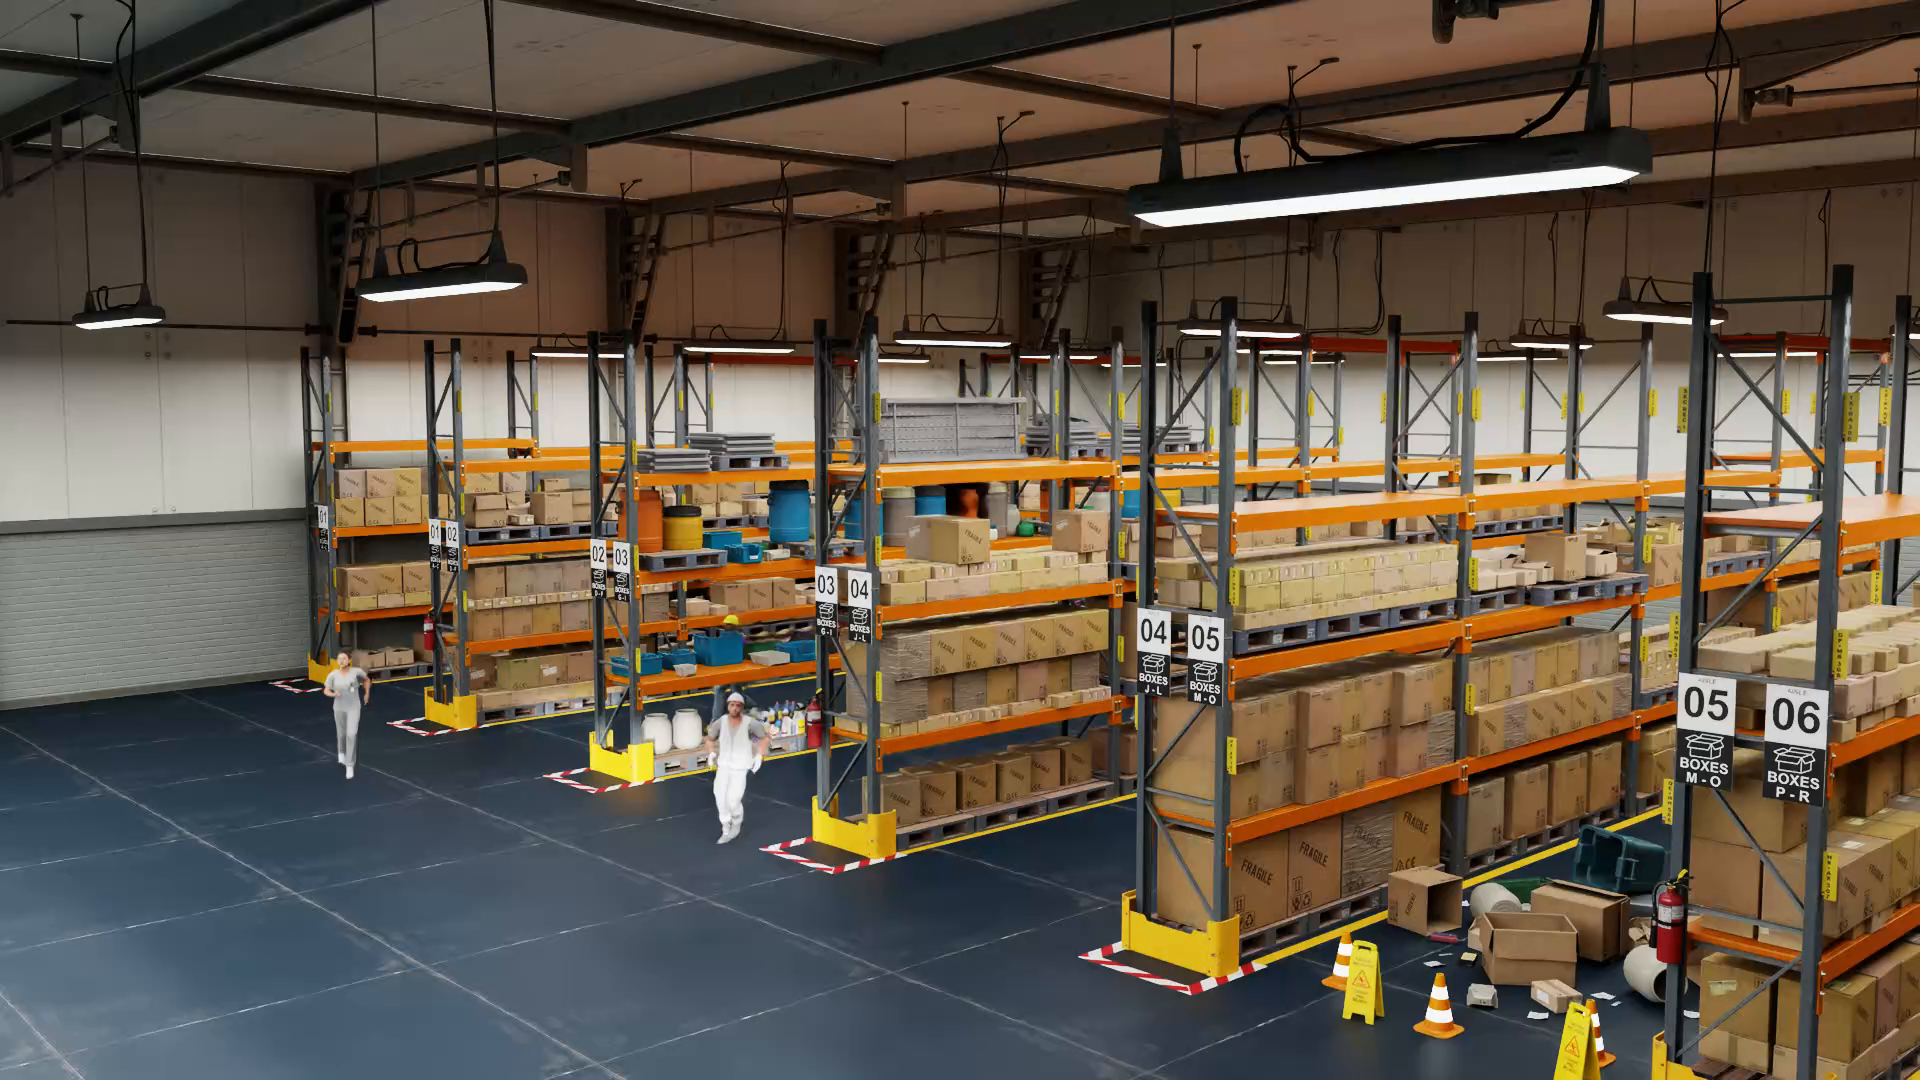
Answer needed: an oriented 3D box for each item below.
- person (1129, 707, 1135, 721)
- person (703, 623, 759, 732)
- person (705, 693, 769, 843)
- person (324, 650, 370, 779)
[{"bbox_3d":[2.929,2.054,26.126,0.539,1.582,0.880,4,6,39],"label":"person"},{"bbox_3d":[-3.511,2.038,25.432,0.700,1.716,0.989,5,7,42],"label":"person"},{"bbox_3d":[-2.590,2.621,19.051,0.699,1.754,0.531,1,5,12],"label":"person"},{"bbox_3d":[-8.366,2.332,22.723,0.575,1.696,0.954,-1,5,-13],"label":"person"}]
